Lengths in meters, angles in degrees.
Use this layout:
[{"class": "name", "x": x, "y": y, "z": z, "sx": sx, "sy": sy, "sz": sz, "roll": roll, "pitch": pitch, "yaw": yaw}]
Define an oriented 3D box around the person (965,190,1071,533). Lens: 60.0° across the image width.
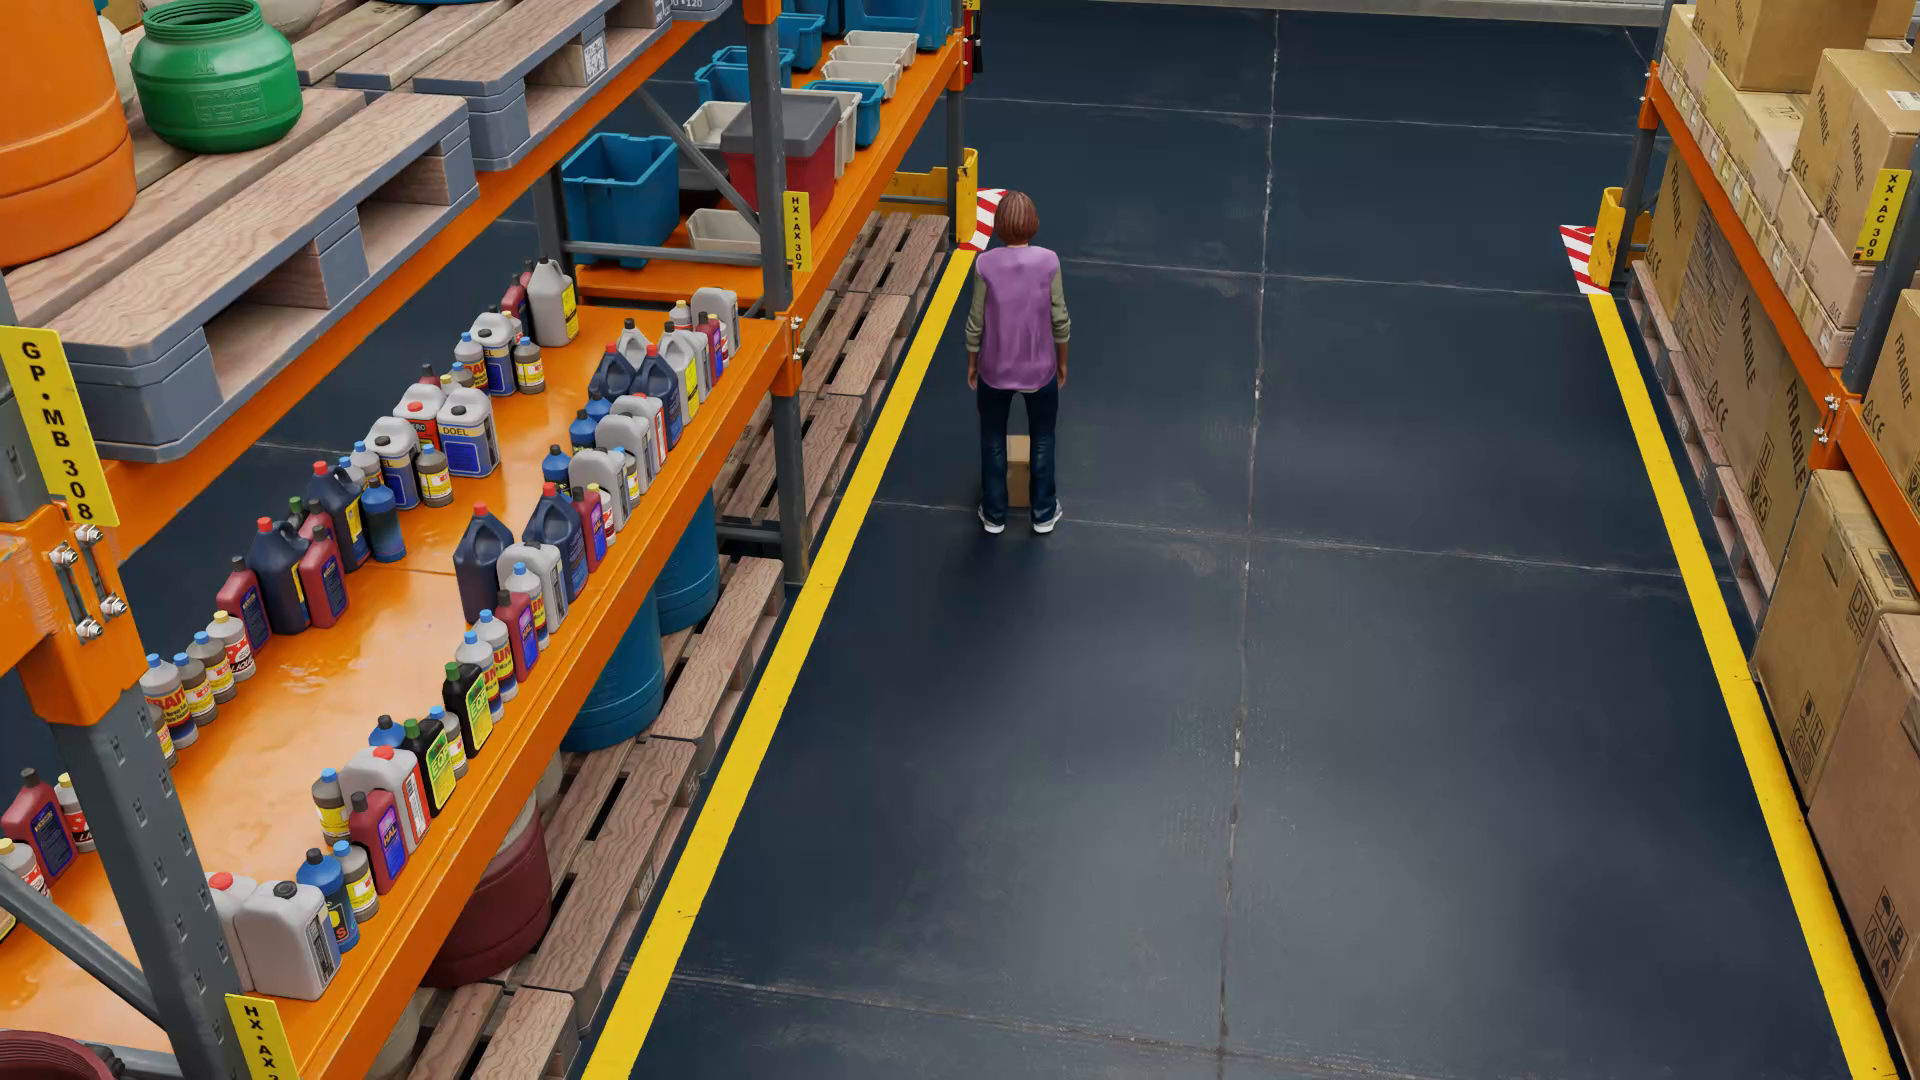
[{"class": "person", "x": 0.249, "y": -0.738, "z": 7.303, "sx": 0.458, "sy": 1.580, "sz": 0.345, "roll": 0, "pitch": 33, "yaw": 0}]
